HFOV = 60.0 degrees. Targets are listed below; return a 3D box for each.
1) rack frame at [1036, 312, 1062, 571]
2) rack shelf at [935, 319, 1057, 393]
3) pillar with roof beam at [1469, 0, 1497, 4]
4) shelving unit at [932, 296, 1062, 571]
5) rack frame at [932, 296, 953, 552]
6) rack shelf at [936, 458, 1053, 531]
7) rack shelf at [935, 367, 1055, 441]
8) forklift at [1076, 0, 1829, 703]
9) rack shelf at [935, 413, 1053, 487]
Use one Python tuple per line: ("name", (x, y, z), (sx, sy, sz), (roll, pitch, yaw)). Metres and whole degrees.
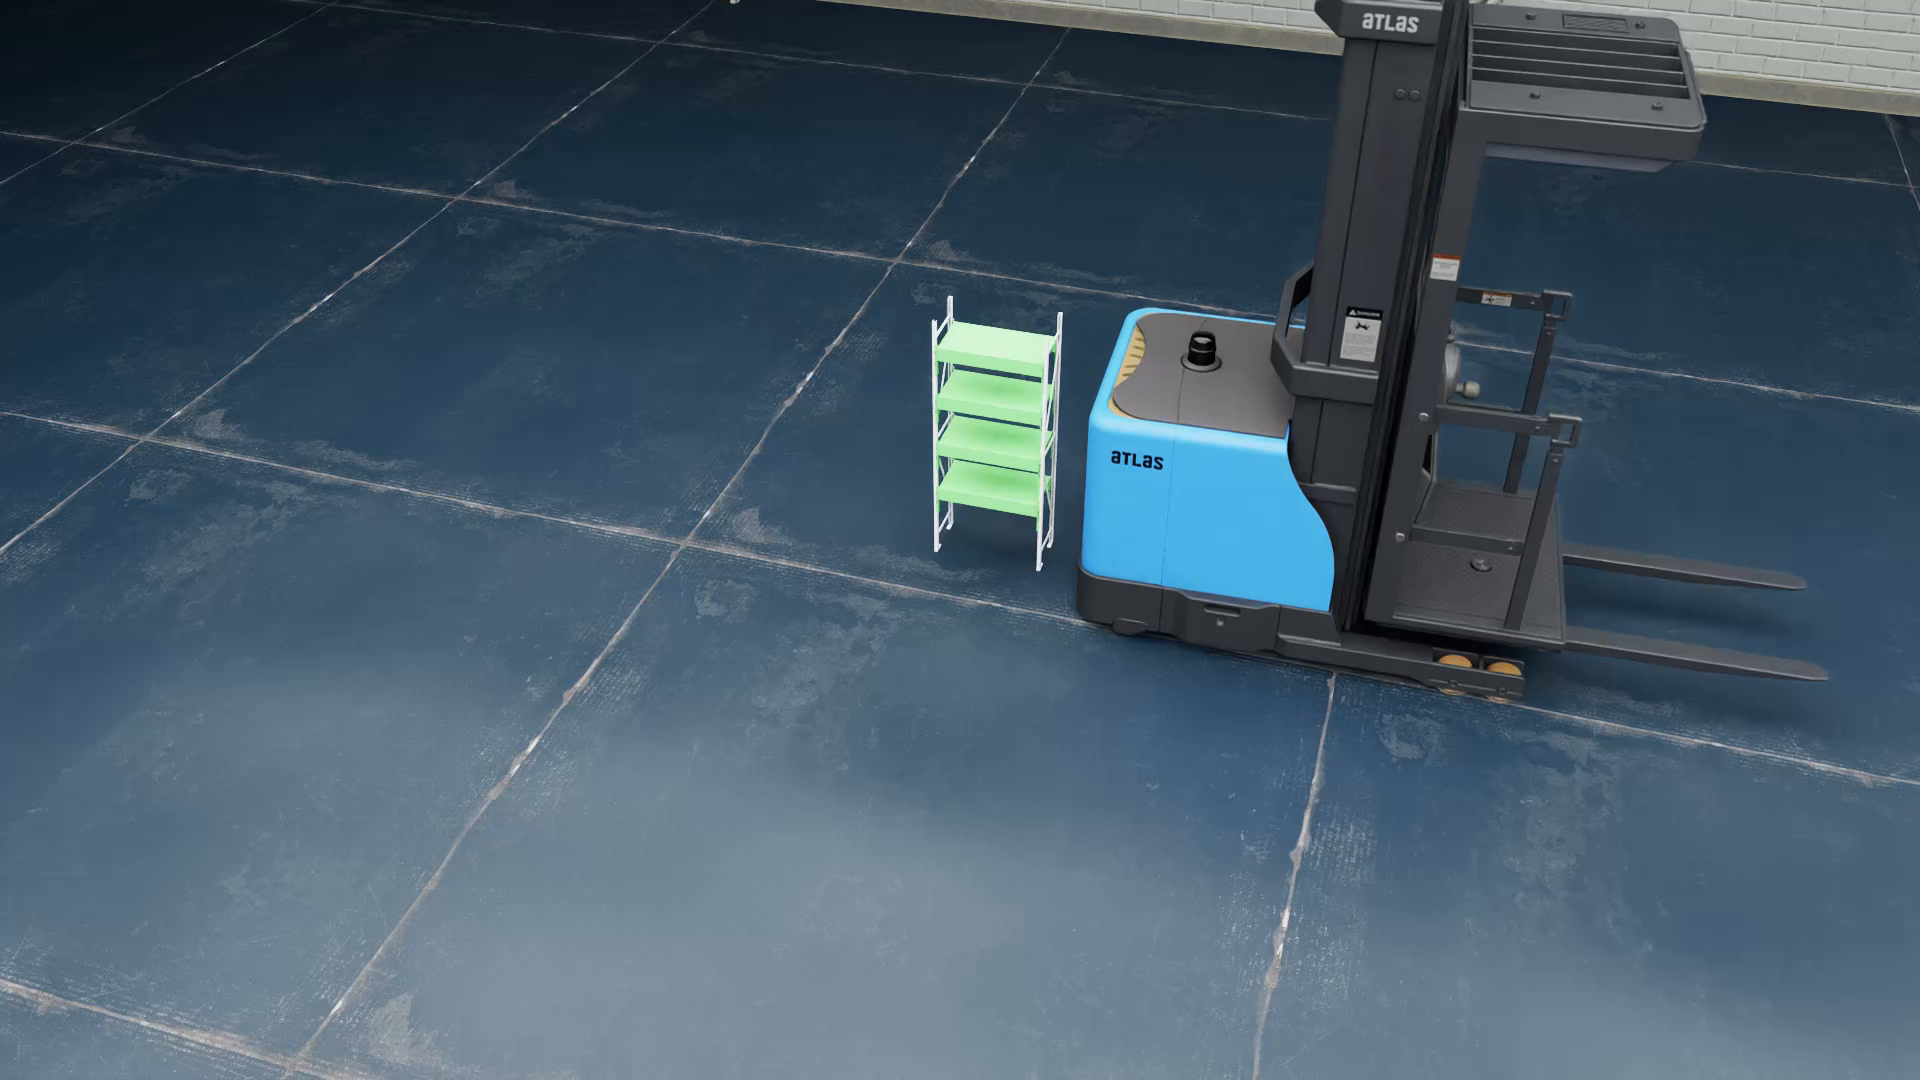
("rack frame", (0.391, -0.411, 7.296), (0.015, 1.200, 0.240), (10, 38, 14))
("rack shelf", (0.158, -0.789, 7.108), (0.480, 0.148, 0.258), (10, 38, 14))
("pillar with roof beam", (2.441, -4.703, 6.549), (0.400, 9.000, 9.100), (10, 38, 14))
("shelving unit", (0.158, -0.454, 7.355), (0.503, 1.200, 0.258), (10, 38, 14))
("rack frame", (-0.075, -0.497, 7.413), (0.015, 1.200, 0.240), (10, 38, 14))
("rack shelf", (0.158, -0.209, 7.535), (0.480, 0.148, 0.258), (10, 38, 14))
("rack shelf", (0.158, -0.596, 7.250), (0.480, 0.148, 0.258), (10, 38, 14))
("forklift", (2.079, -0.862, 6.448), (3.031, 2.935, 1.130), (9, 37, 12))
("rack shelf", (0.158, -0.403, 7.392), (0.480, 0.148, 0.258), (10, 38, 14))
